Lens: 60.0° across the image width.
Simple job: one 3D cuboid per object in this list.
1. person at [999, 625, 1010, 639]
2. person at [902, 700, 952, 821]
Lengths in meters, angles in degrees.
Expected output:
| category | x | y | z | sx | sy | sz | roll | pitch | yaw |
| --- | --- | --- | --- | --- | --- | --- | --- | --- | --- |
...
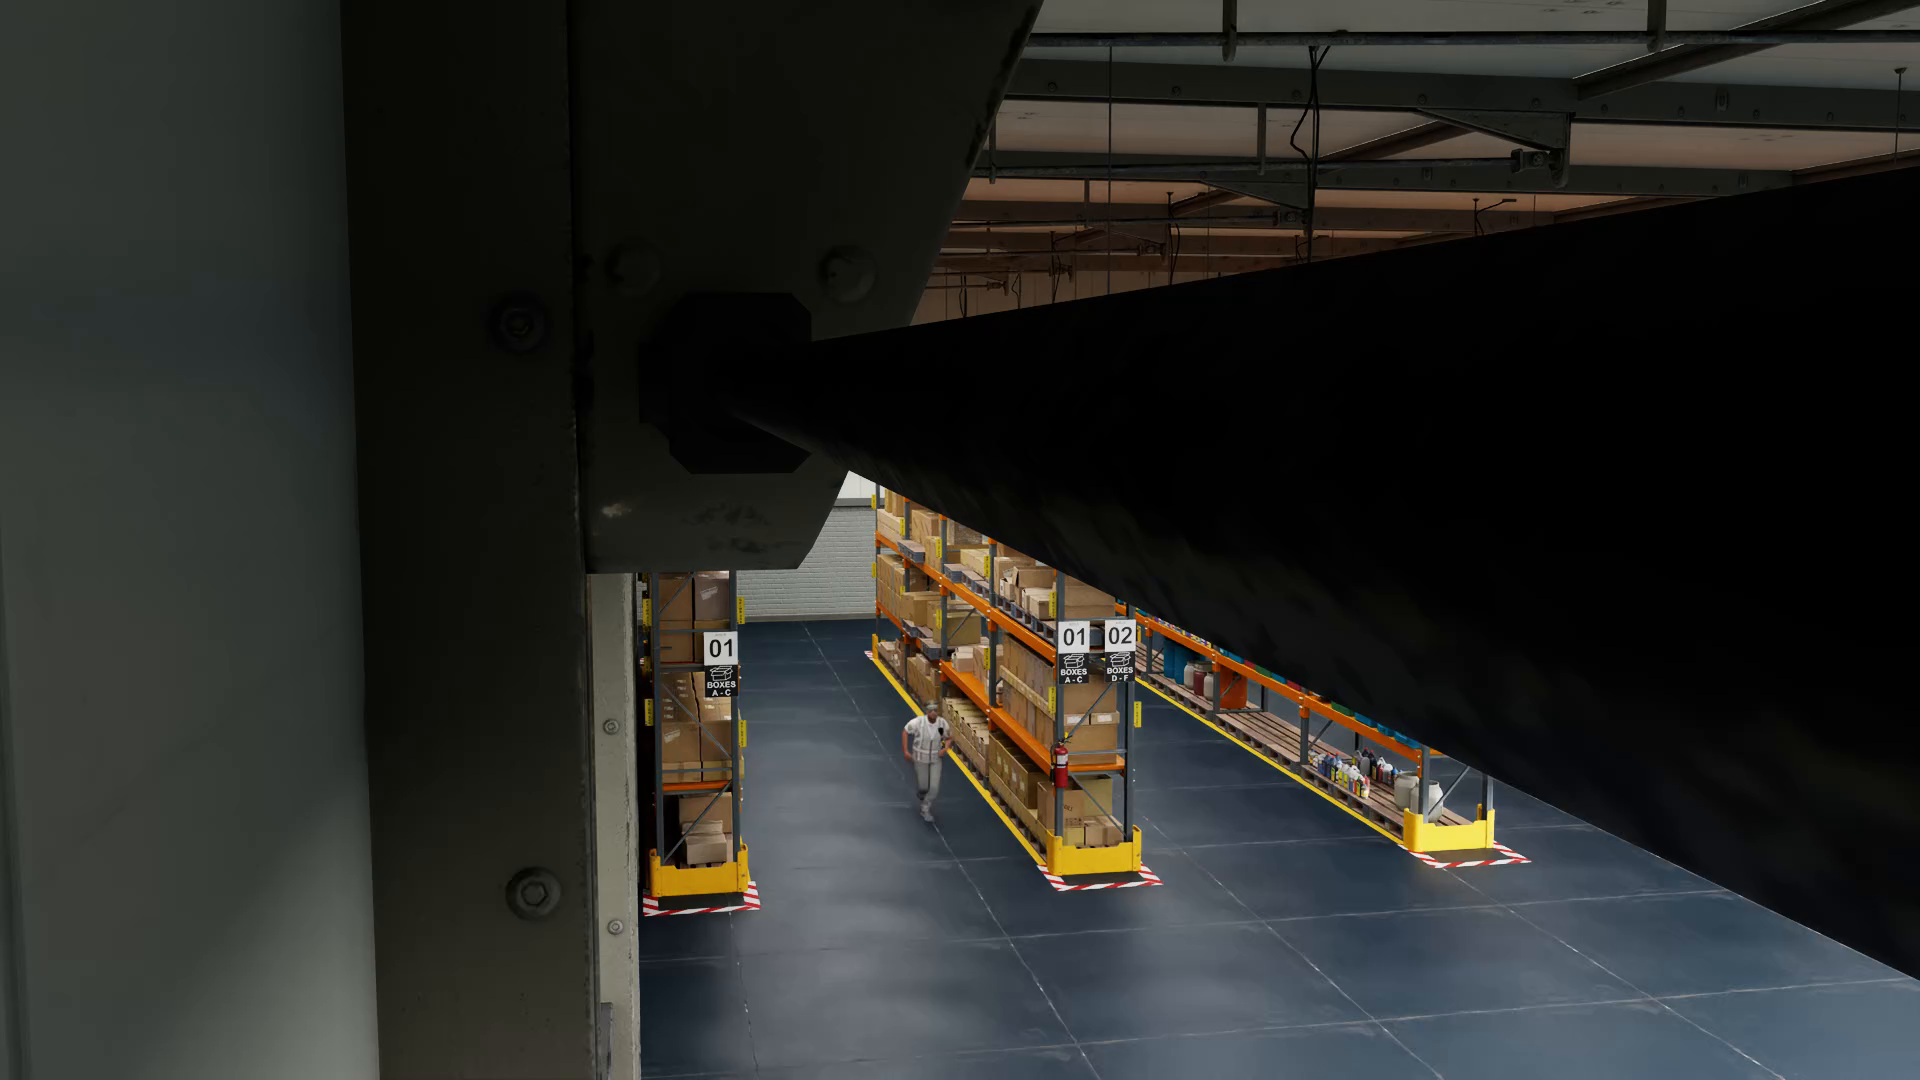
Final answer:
| category | x | y | z | sx | sy | sz | roll | pitch | yaw |
| --- | --- | --- | --- | --- | --- | --- | --- | --- | --- |
| person | 1.015 | 1.968 | 35.008 | 0.535 | 1.548 | 0.566 | -2 | 6 | -21 |
| person | -0.456 | 3.085 | 23.468 | 0.702 | 1.740 | 0.707 | -1 | 6 | -12 |
